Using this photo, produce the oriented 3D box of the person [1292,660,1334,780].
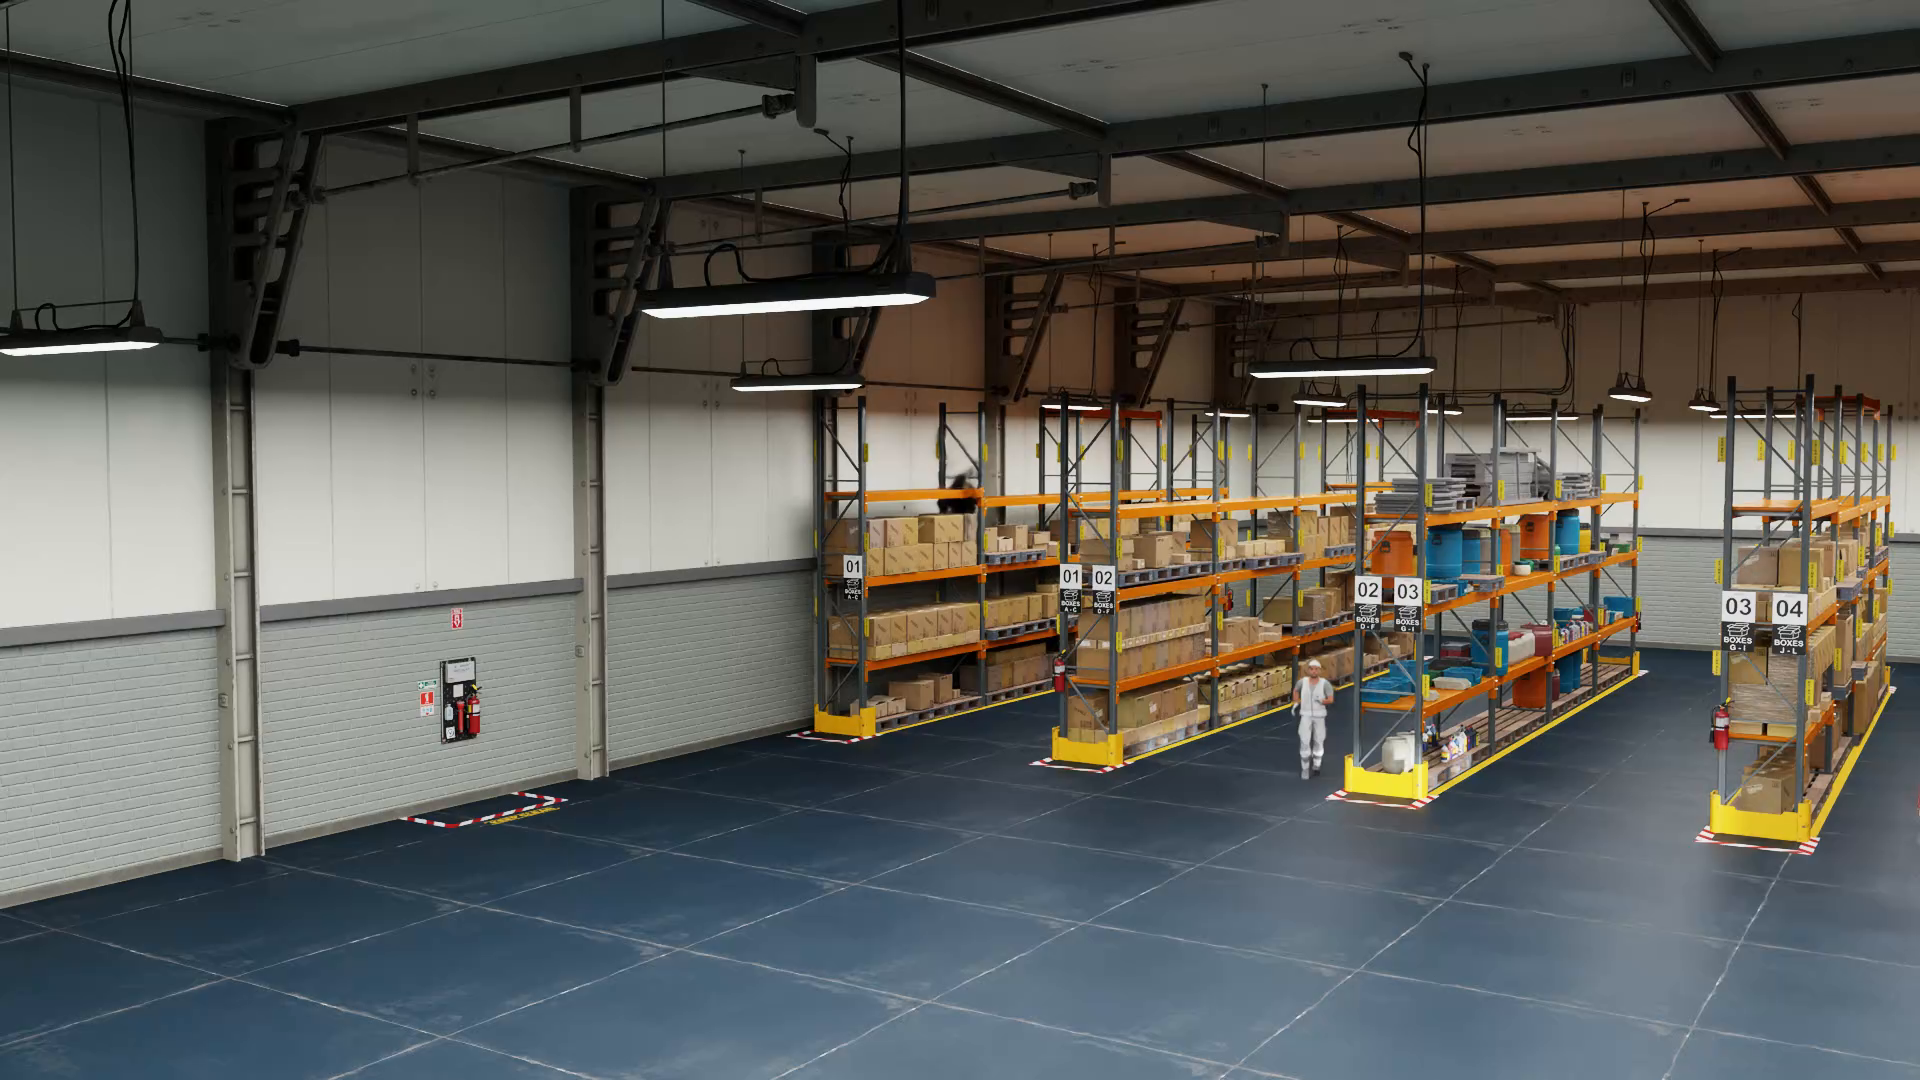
[{"bbox_3d":[5.432,2.763,25.609,0.641,1.839,0.761,1,3,14],"label":"person"}]
